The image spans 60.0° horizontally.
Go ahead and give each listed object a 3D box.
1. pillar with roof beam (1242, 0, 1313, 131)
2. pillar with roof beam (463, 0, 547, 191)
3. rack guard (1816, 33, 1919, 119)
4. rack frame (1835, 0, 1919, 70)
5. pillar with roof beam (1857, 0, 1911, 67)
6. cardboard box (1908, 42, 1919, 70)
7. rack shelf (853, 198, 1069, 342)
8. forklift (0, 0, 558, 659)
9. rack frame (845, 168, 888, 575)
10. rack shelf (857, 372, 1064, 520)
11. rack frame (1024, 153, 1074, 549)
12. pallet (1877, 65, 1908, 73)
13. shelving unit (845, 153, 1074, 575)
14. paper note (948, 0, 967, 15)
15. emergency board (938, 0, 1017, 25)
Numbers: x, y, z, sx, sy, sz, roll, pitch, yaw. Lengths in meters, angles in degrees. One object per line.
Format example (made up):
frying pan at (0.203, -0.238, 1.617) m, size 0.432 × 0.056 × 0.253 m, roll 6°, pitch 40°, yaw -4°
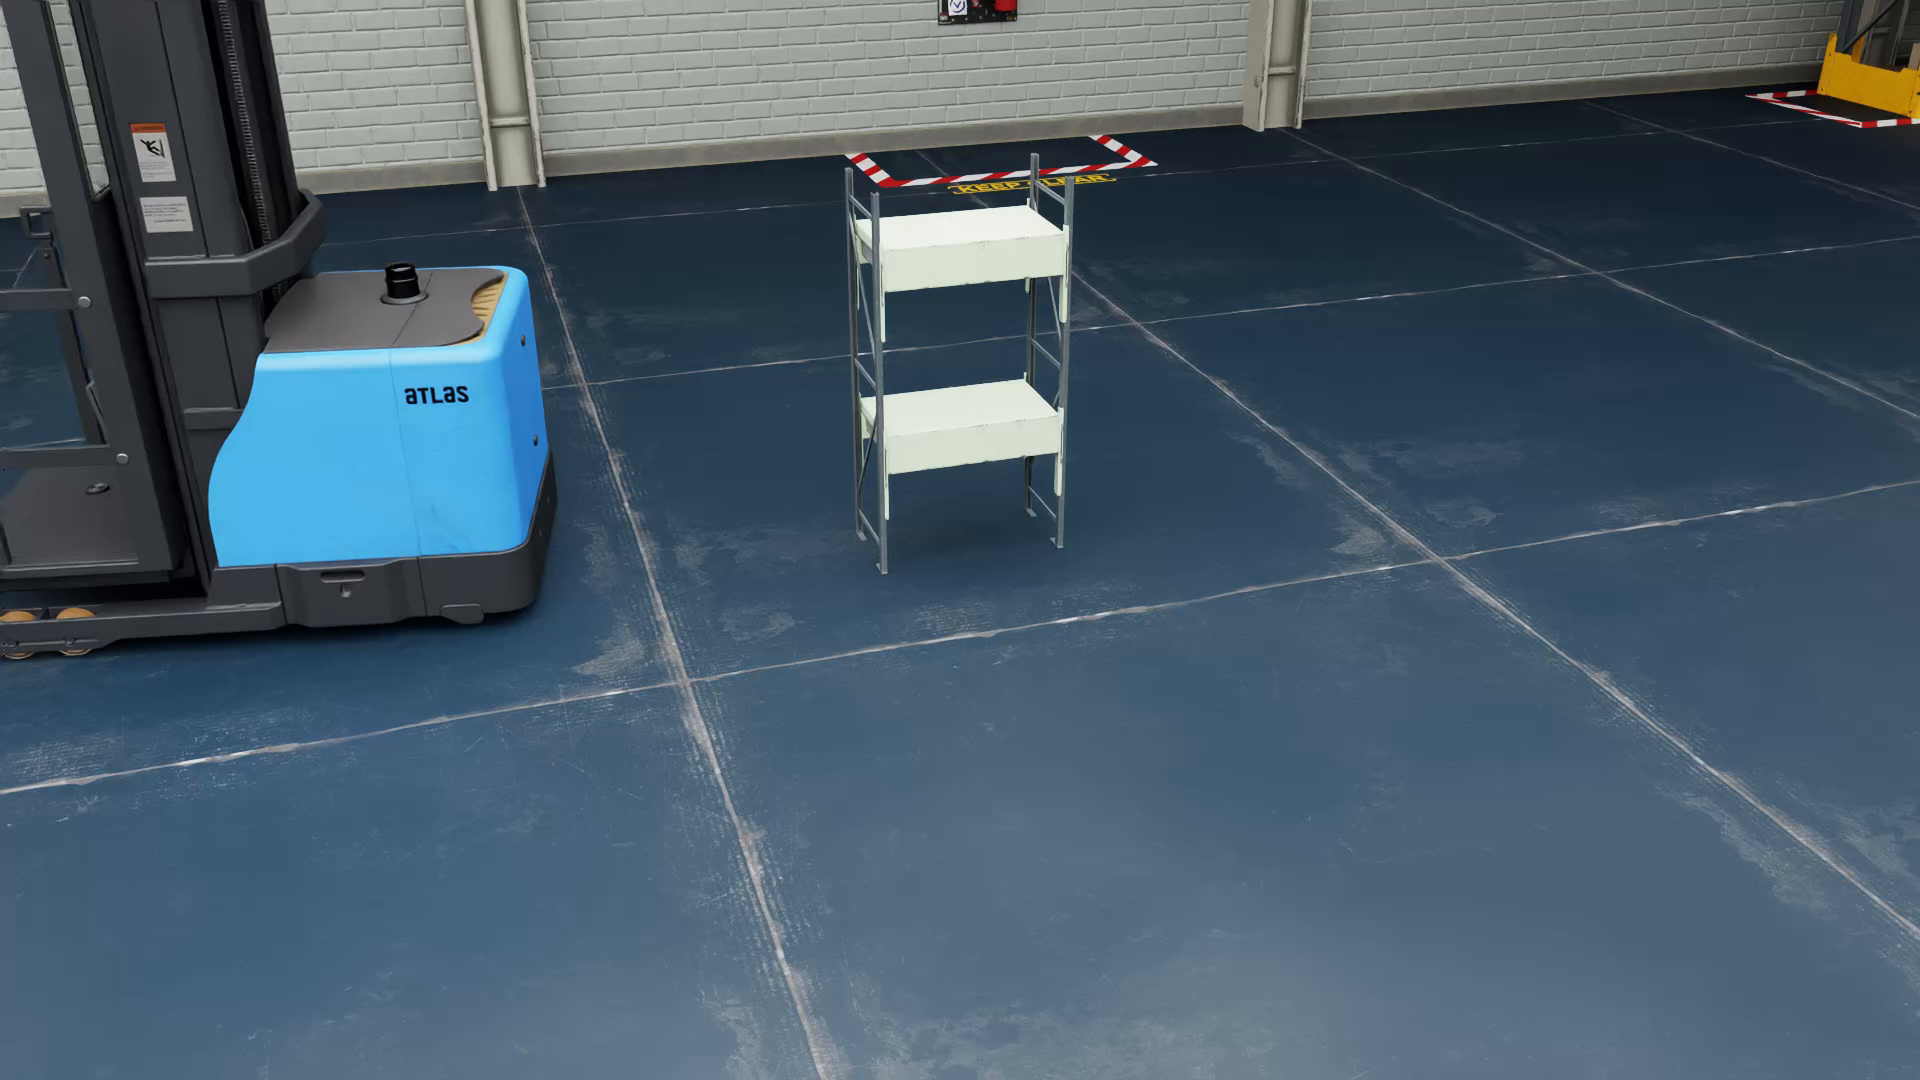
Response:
pillar with roof beam at (3.867, -5.585, 7.880) m, size 0.400 × 9.000 × 9.100 m, roll -8°, pitch 28°, yaw -16°
pillar with roof beam at (-1.838, -4.759, 6.216) m, size 0.400 × 9.000 × 9.100 m, roll -8°, pitch 28°, yaw -16°
rack guard at (7.913, -3.973, 14.191) m, size 0.348 × 0.500 × 1.175 m, roll -8°, pitch 28°, yaw -16°
rack frame at (7.841, -5.082, 13.614) m, size 0.127 × 3.000 × 1.000 m, roll -8°, pitch 28°, yaw -16°
pillar with roof beam at (9.572, -6.411, 9.544) m, size 0.400 × 9.000 × 9.100 m, roll -8°, pitch 28°, yaw -16°
cardboard box at (8.527, -4.132, 14.229) m, size 0.500 × 0.311 × 0.500 m, roll -12°, pitch 29°, yaw -22°
rack shelf at (-0.006, -1.020, 6.241) m, size 0.720 × 0.370 × 0.431 m, roll -8°, pitch 28°, yaw -16°
forklift at (-3.123, -1.140, 5.750) m, size 3.031 × 2.935 × 1.130 m, roll -3°, pitch 27°, yaw -6°
rack frame at (-0.354, -0.620, 6.313) m, size 0.023 × 1.500 × 0.400 m, roll -8°, pitch 28°, yaw -16°
rack shelf at (-0.006, -0.379, 6.560) m, size 0.720 × 0.370 × 0.431 m, roll -8°, pitch 28°, yaw -16°
rack frame at (0.342, -0.721, 6.516) m, size 0.023 × 1.500 × 0.400 m, roll -8°, pitch 28°, yaw -16°
pallet at (8.697, -3.941, 14.450) m, size 1.213 × 0.211 × 1.003 m, roll -8°, pitch 28°, yaw -16°
shelving unit at (-0.006, -0.671, 6.415) m, size 0.755 × 1.500 × 0.431 m, roll -8°, pitch 28°, yaw -16°
paper note at (-0.017, -4.004, 12.433) m, size 0.142 × 0.148 × 0.016 m, roll -8°, pitch 28°, yaw -16°
emergency board at (0.172, -4.394, 12.227) m, size 0.643 × 1.169 × 0.194 m, roll -8°, pitch 28°, yaw -16°
